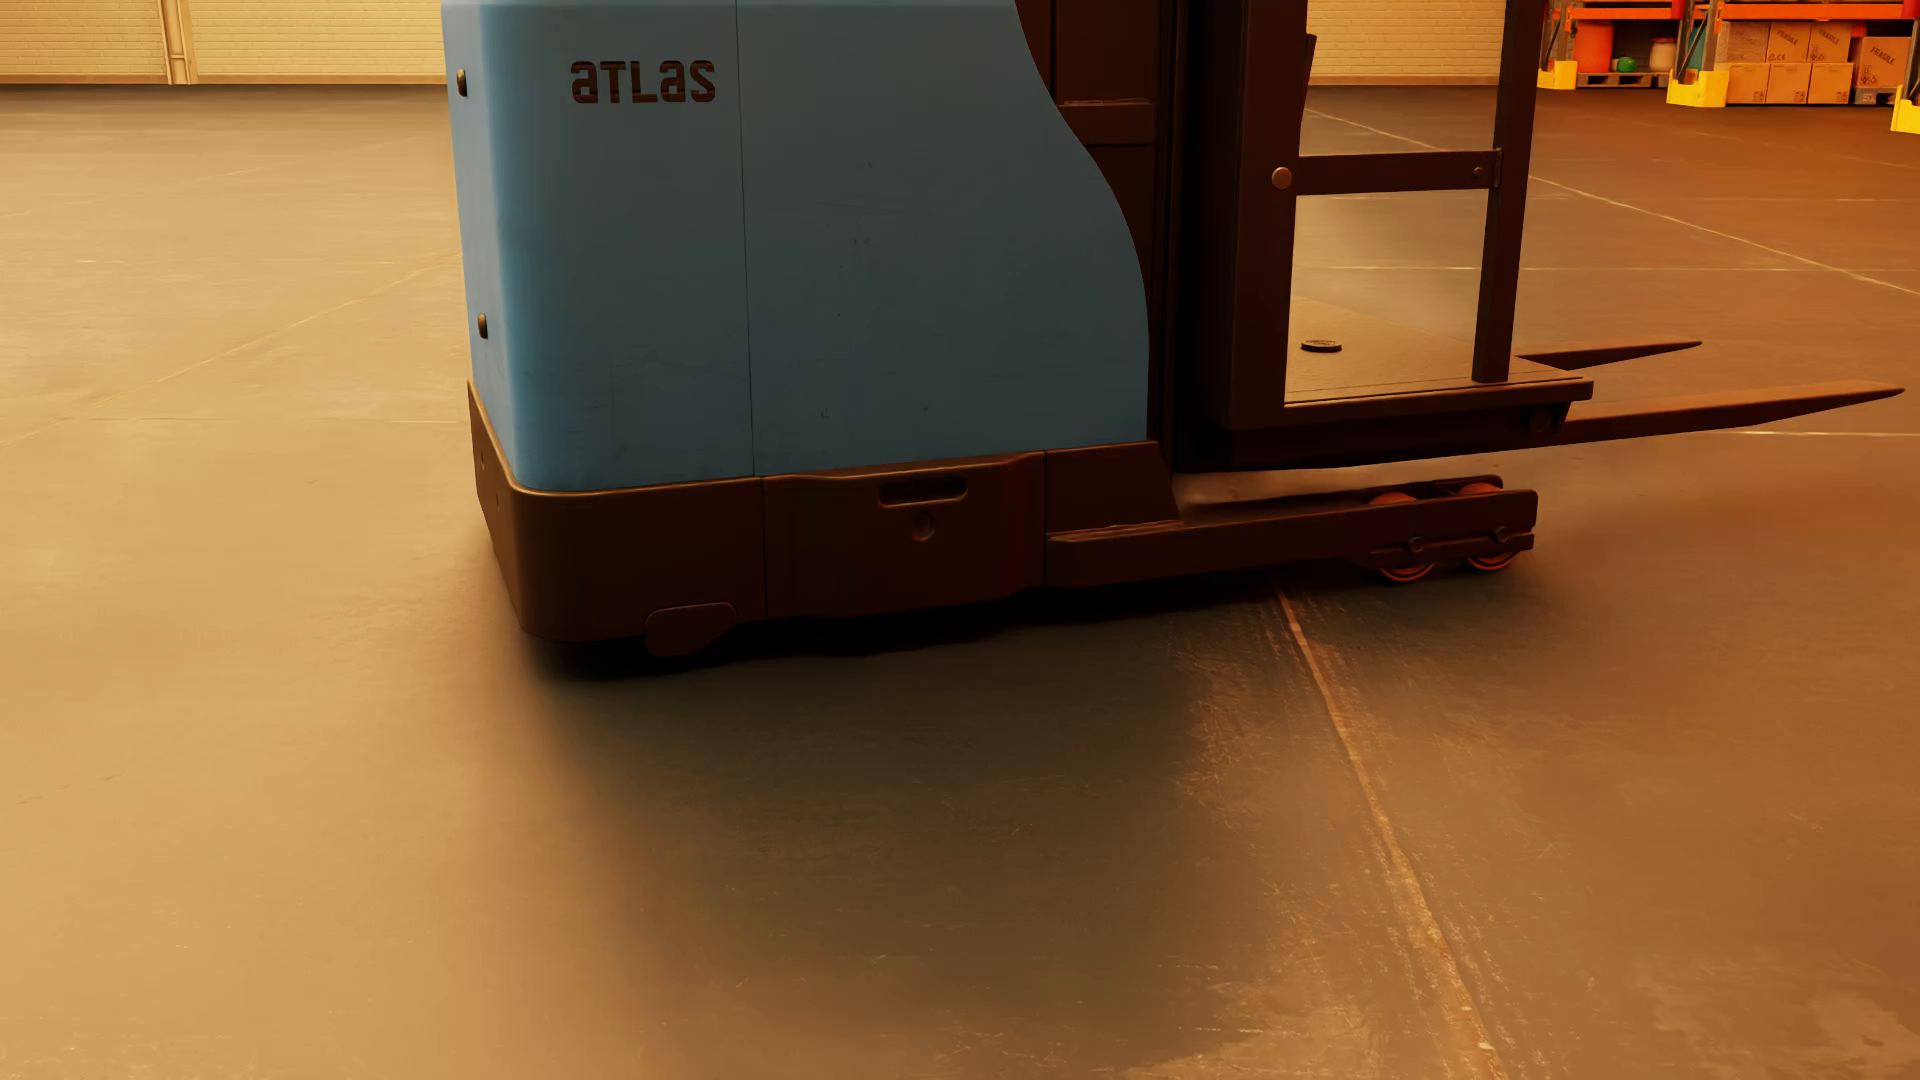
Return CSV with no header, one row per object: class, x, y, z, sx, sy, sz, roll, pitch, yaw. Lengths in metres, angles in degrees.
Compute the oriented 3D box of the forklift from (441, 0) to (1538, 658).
forklift,0.571,-1.462,3.137,3.031,2.935,1.130,-6,18,-19
